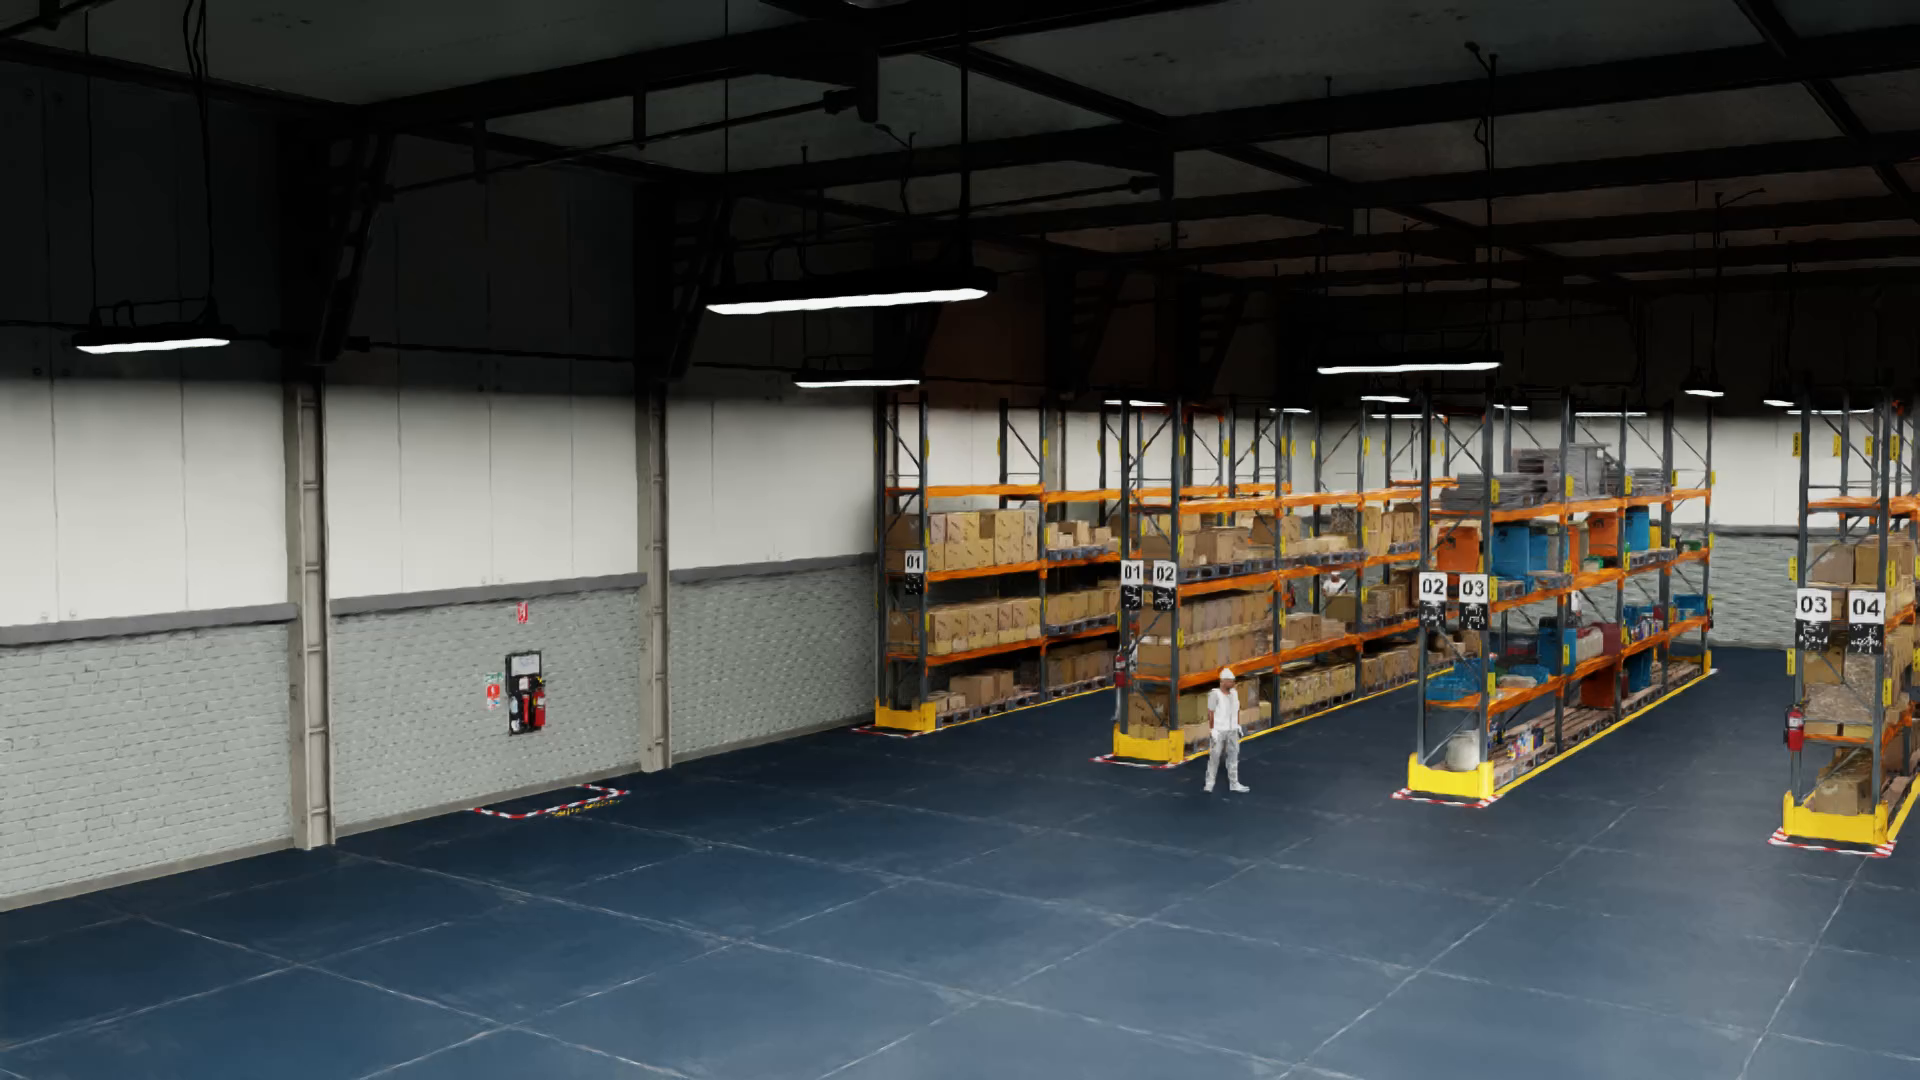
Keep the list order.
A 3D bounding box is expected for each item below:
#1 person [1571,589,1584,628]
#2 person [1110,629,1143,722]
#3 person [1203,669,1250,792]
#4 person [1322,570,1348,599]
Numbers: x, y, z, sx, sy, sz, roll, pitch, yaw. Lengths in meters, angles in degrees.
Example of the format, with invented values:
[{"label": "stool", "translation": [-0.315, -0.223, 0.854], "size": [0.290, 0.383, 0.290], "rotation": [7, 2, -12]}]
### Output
[{"label": "person", "translation": [15.707, 1.776, 42.674], "size": [0.952, 1.732, 0.575], "rotation": [-2, 4, -32]}, {"label": "person", "translation": [3.120, 2.454, 30.414], "size": [0.557, 1.708, 1.040], "rotation": [2, 4, 33]}, {"label": "person", "translation": [3.838, 2.762, 24.135], "size": [0.652, 1.788, 0.476], "rotation": [-2, 4, -29]}, {"label": "person", "translation": [10.248, 1.630, 45.408], "size": [0.699, 1.705, 0.840], "rotation": [1, 3, 17]}]
